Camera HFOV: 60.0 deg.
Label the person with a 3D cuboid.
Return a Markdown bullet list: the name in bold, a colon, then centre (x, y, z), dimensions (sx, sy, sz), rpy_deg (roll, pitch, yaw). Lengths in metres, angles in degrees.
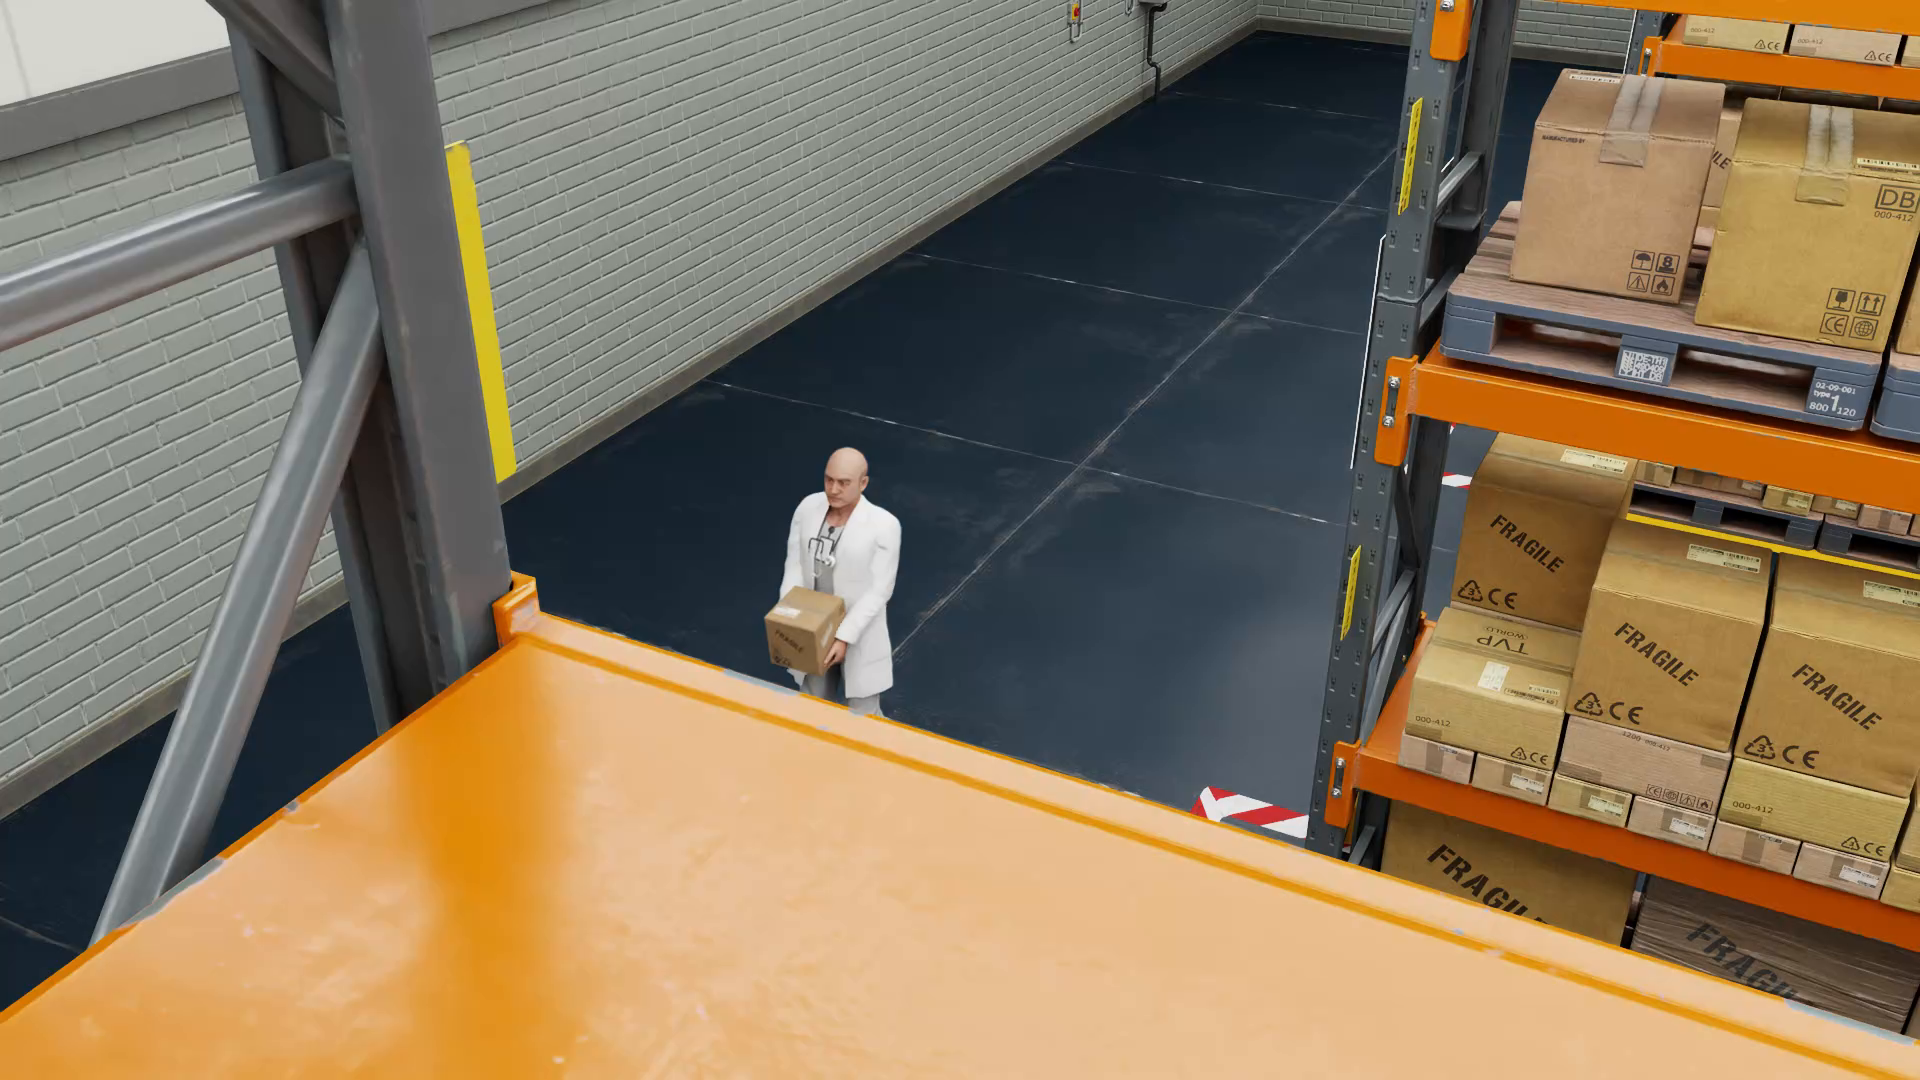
- **person**: centre (-0.568, 0.458, 7.337), dimensions (0.537, 1.777, 0.548), rpy_deg (14, 33, 23)
